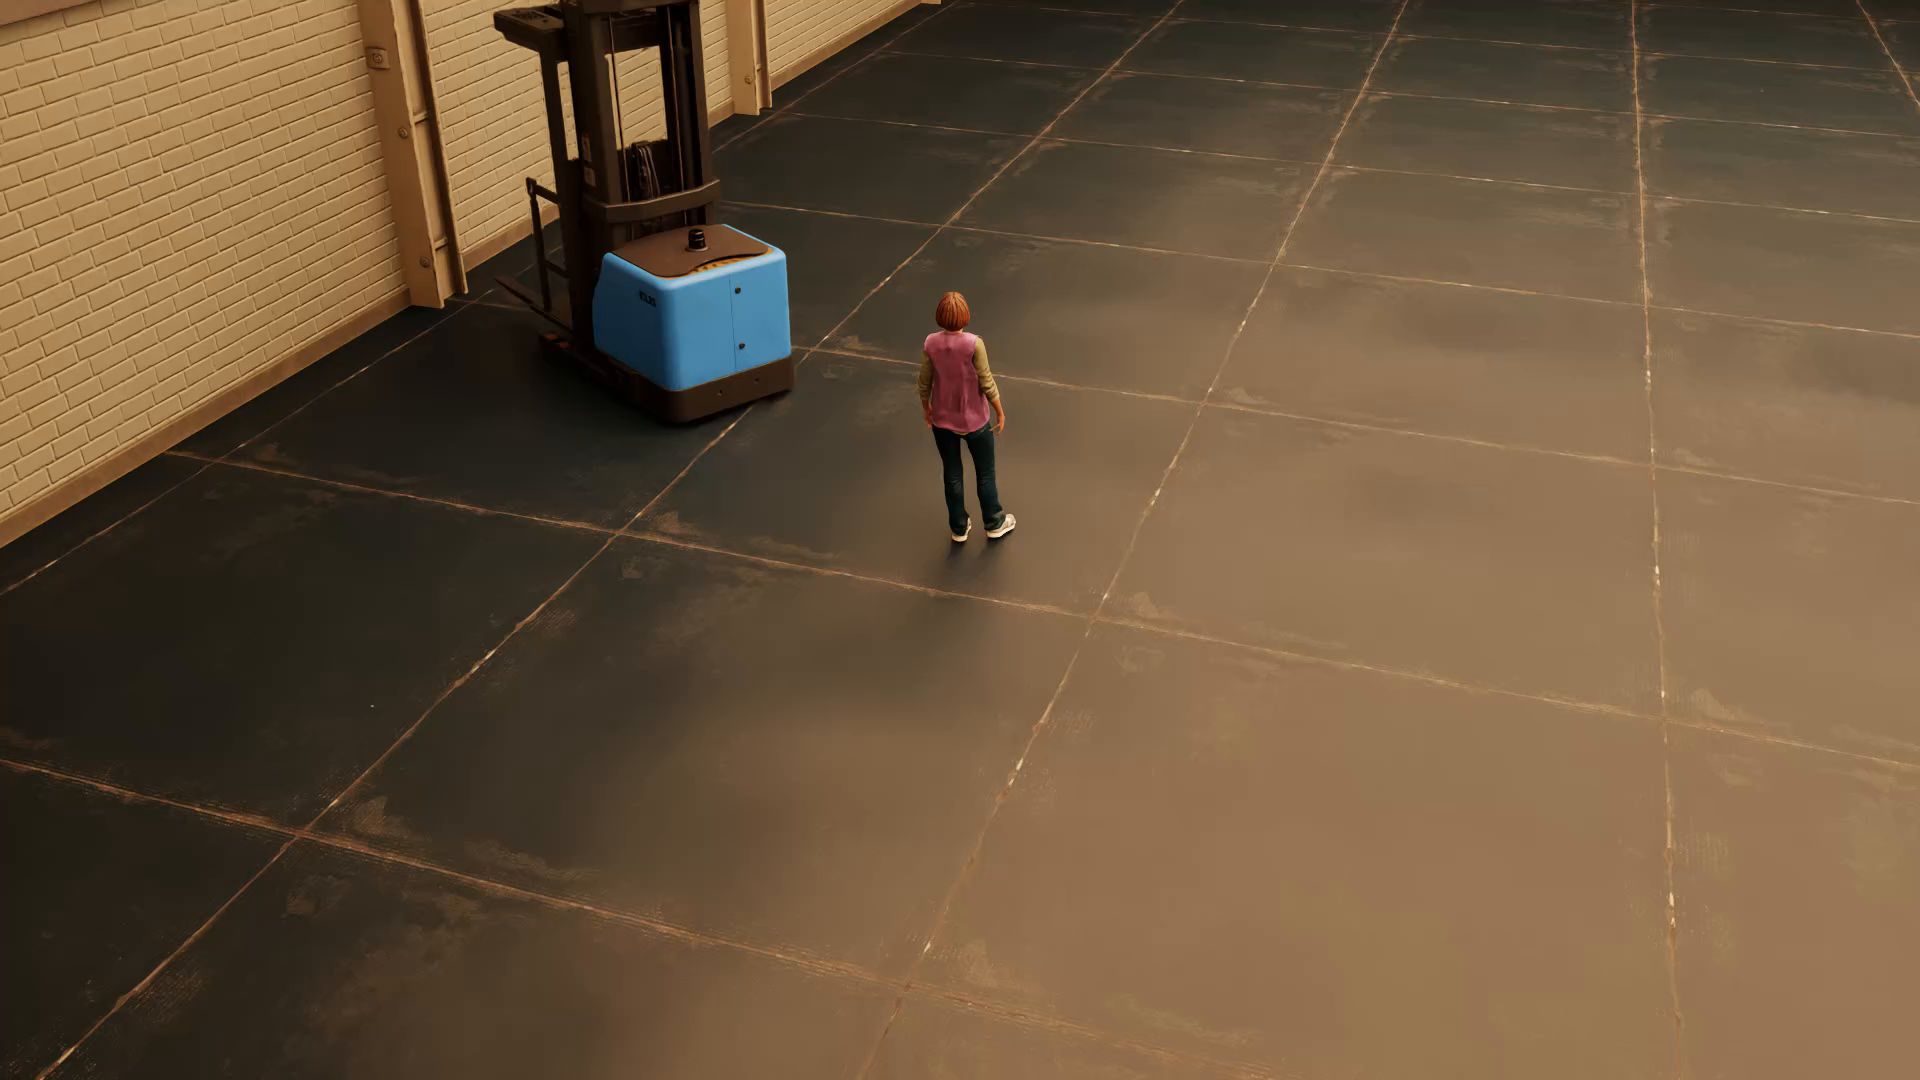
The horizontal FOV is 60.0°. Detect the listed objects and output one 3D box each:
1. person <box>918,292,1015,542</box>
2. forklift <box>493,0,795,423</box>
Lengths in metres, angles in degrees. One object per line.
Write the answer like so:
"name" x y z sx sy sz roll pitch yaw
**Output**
"person" 0.037 -0.733 9.755 0.521 1.599 0.473 10 31 16
"forklift" -2.514 -2.728 11.922 1.130 2.935 3.031 -23 37 -34
